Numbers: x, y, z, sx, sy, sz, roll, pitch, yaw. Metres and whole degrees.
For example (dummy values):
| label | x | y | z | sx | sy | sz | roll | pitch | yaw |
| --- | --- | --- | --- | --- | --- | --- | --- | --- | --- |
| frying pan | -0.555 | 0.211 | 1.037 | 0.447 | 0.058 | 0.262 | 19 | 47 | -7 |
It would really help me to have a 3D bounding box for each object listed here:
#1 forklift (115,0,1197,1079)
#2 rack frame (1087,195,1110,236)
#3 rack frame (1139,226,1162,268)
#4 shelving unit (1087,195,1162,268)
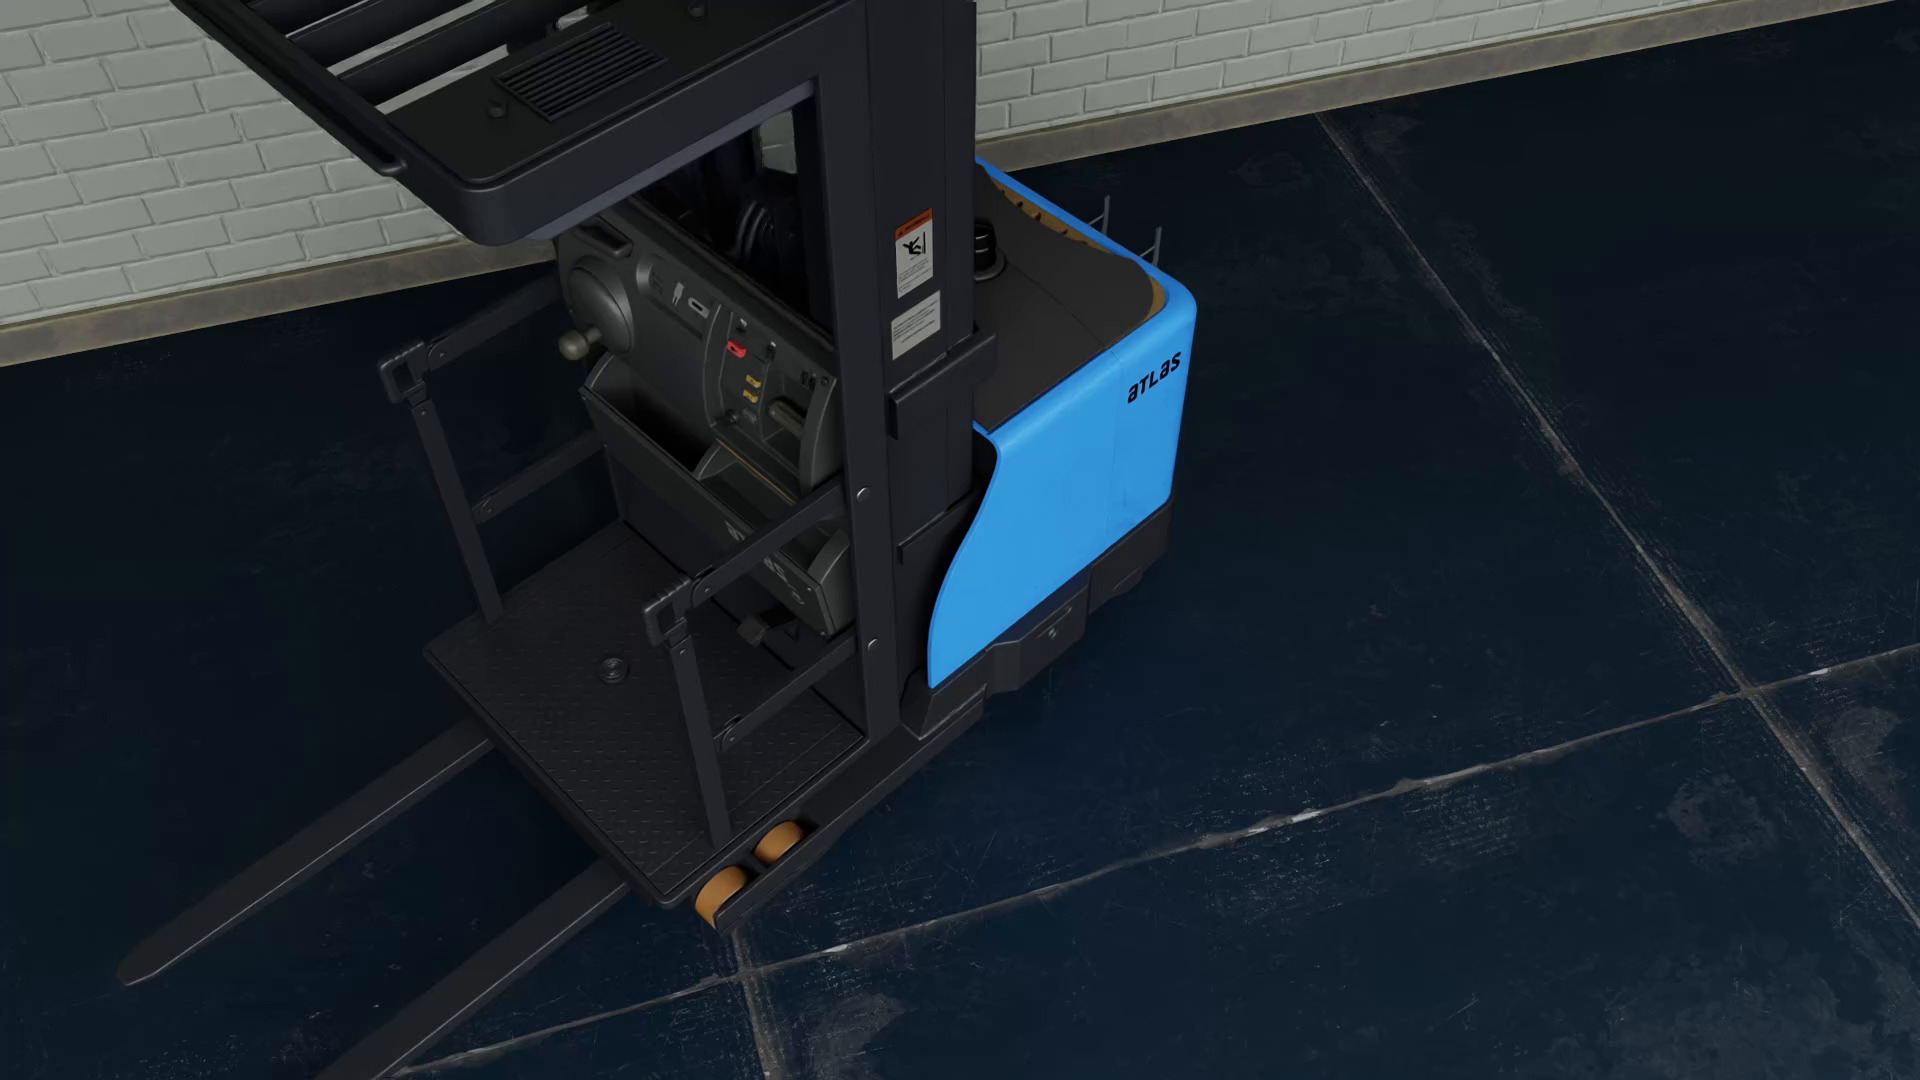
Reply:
| label | x | y | z | sx | sy | sz | roll | pitch | yaw |
| --- | --- | --- | --- | --- | --- | --- | --- | --- | --- |
| forklift | -0.757 | -0.376 | 3.650 | 3.031 | 2.935 | 1.130 | -37 | 59 | -27 |
| rack frame | 0.357 | -0.669 | 5.225 | 0.240 | 0.900 | 0.006 | -37 | 59 | -27 |
| rack frame | 0.499 | -0.558 | 5.132 | 0.240 | 0.900 | 0.006 | -37 | 59 | -27 |
| shelving unit | 0.428 | -0.614 | 5.178 | 0.258 | 0.900 | 0.210 | -37 | 59 | -27 |
